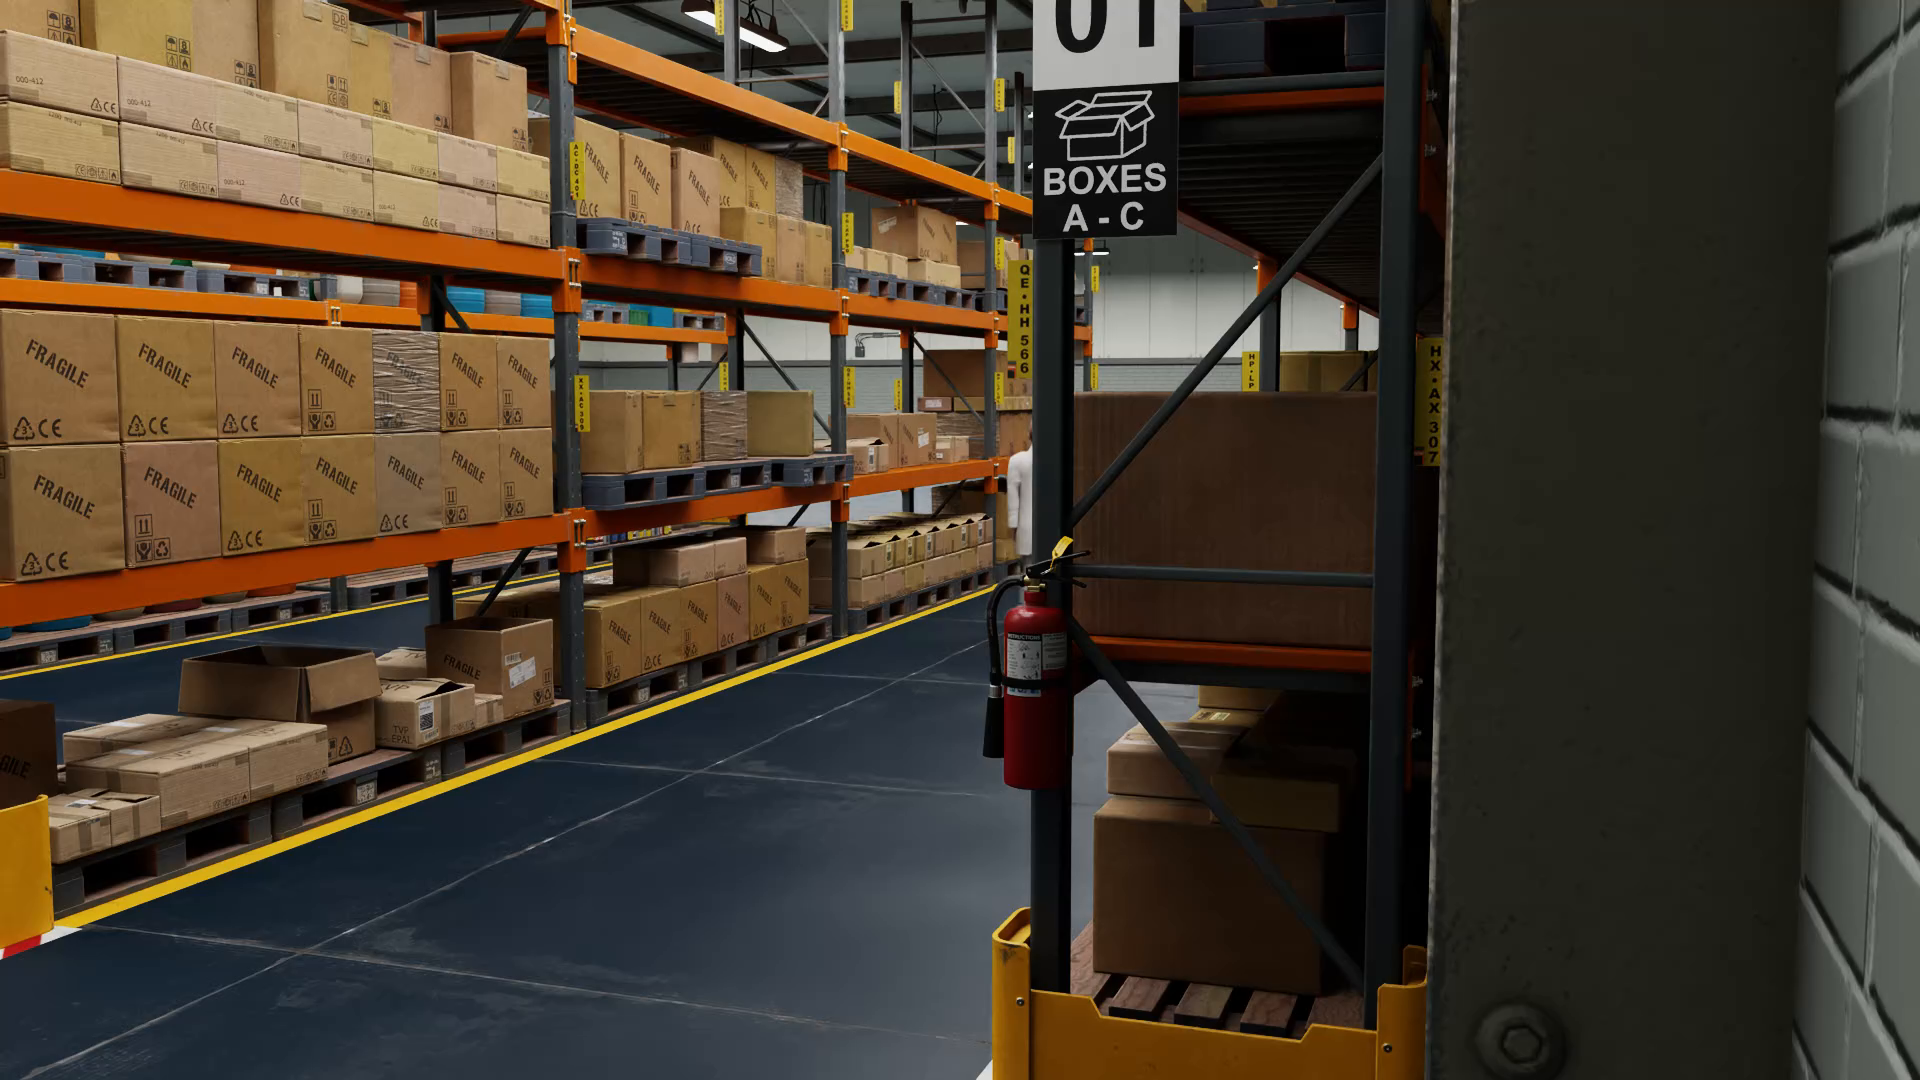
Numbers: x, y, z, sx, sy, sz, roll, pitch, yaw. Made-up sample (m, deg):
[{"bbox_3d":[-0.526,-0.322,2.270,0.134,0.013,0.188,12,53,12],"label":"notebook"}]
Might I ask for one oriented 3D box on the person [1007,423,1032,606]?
[{"bbox_3d":[0.664,-0.079,13.491,0.570,1.800,0.399,2,5,19],"label":"person"}]
